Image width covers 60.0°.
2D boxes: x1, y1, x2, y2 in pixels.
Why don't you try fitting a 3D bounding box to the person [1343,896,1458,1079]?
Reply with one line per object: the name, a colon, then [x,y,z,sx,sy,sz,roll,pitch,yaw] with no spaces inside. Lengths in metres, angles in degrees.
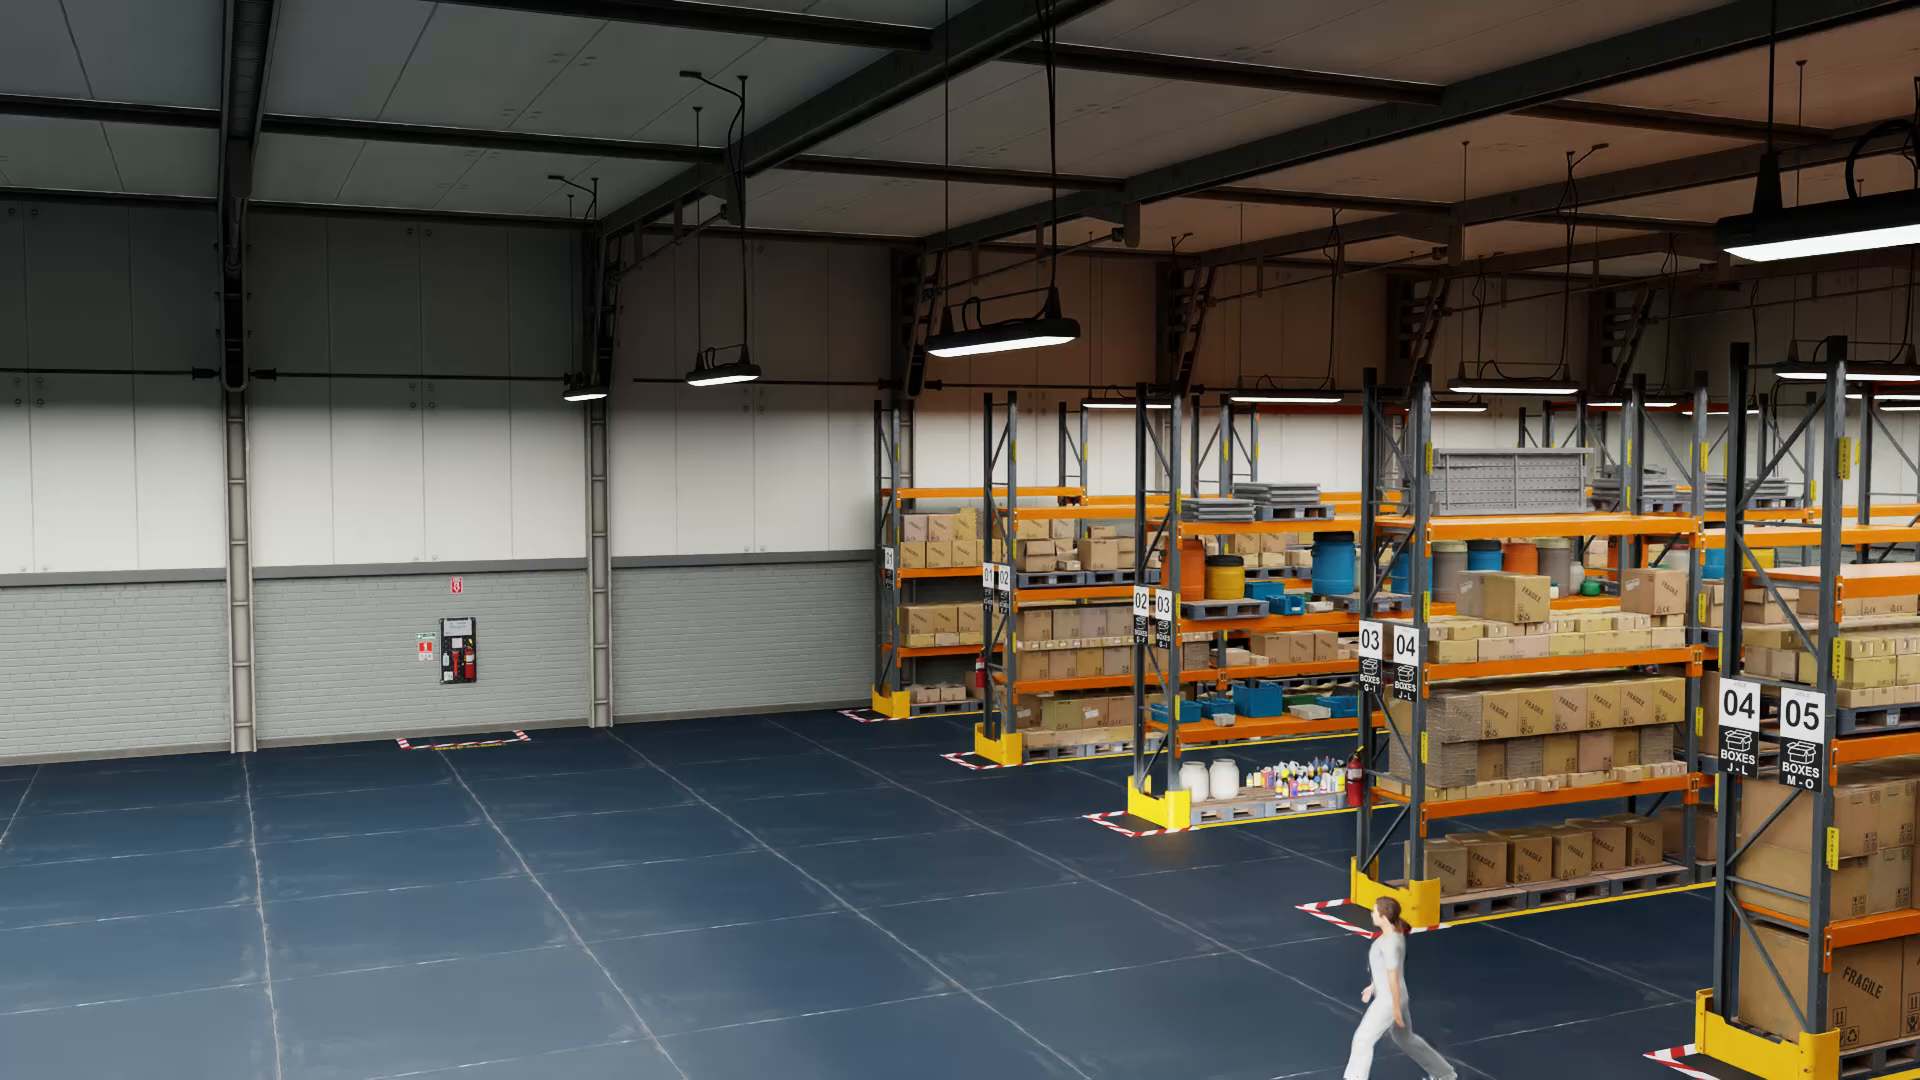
person: [3.383,3.580,13.001,1.066,1.616,0.508,0,3,3]
